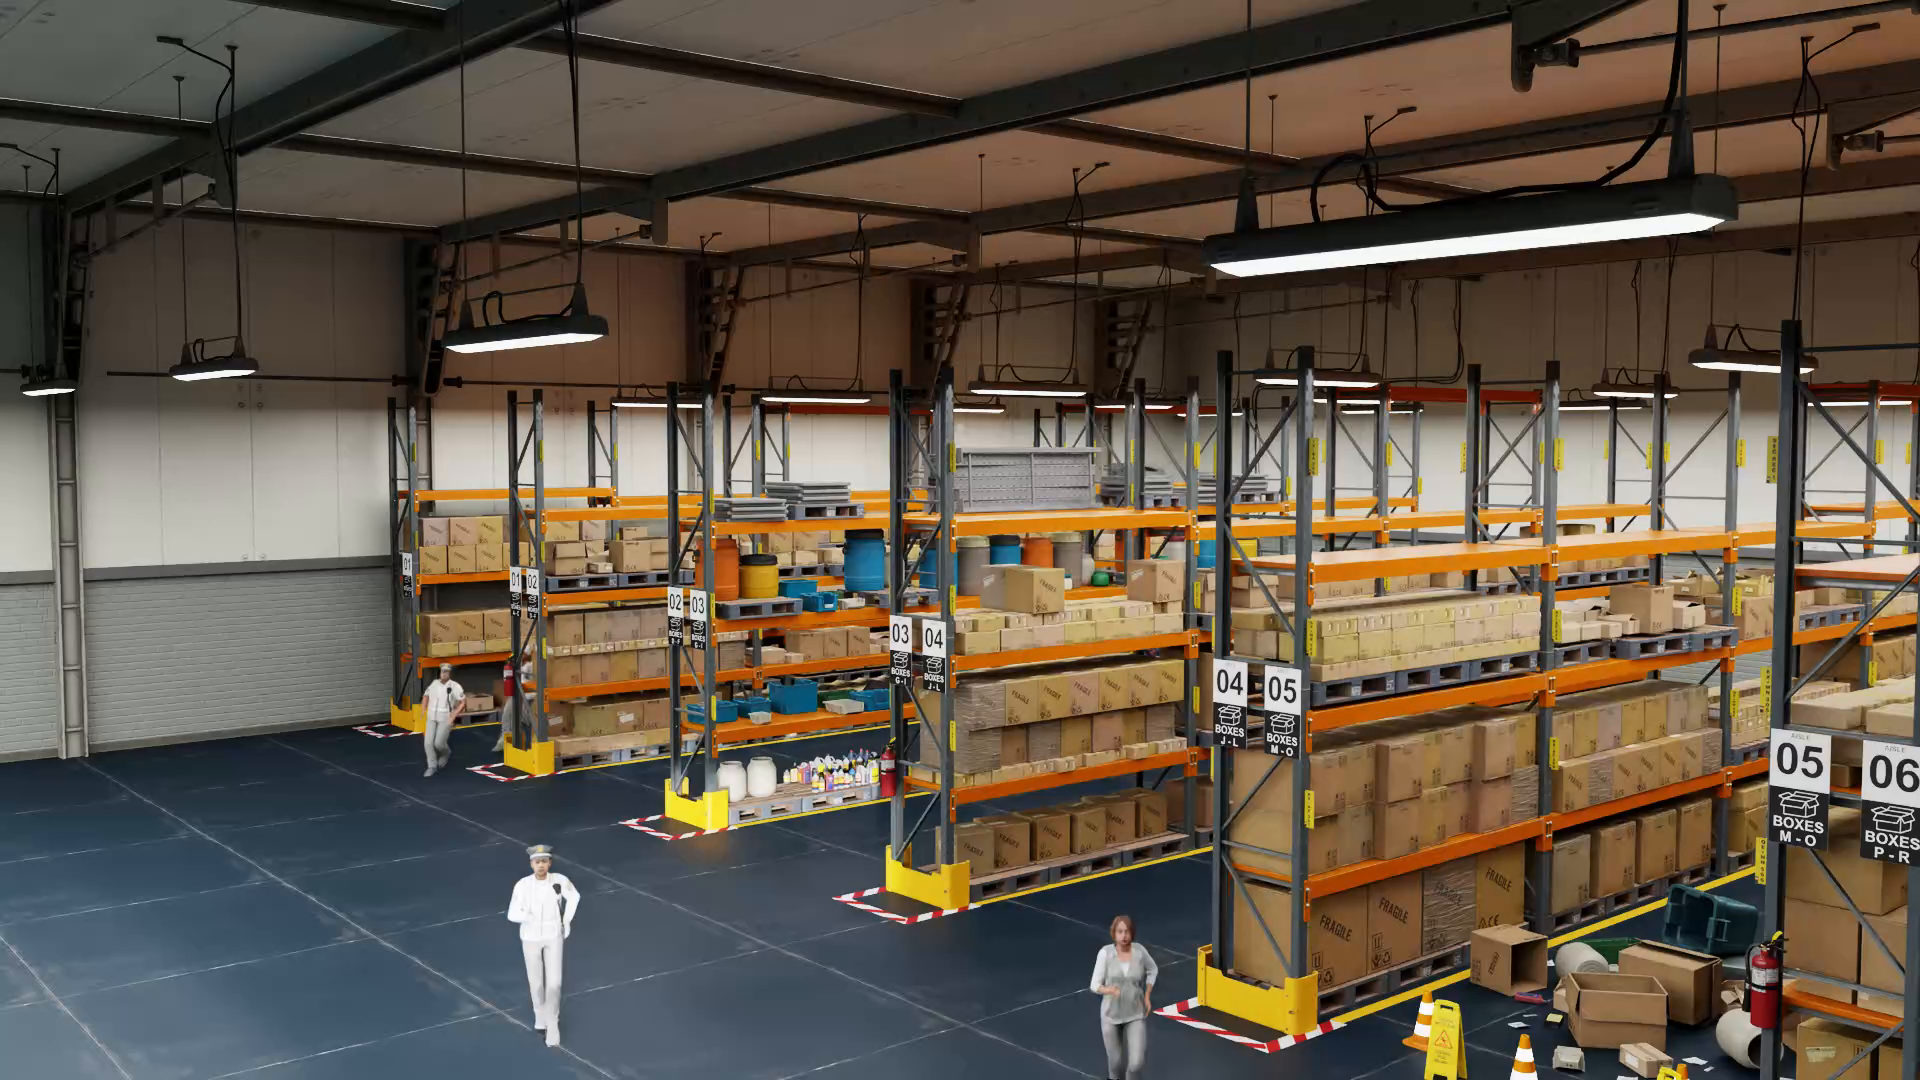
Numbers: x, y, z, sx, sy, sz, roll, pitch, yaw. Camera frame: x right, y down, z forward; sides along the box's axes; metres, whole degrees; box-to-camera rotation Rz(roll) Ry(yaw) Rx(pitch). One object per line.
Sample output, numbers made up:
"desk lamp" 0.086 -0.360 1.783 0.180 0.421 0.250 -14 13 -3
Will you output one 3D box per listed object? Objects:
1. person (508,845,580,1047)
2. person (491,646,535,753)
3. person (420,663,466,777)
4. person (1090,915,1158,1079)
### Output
"person" -3.593 3.481 14.360 0.592 1.734 0.684 -1 3 -11
"person" -7.335 2.645 27.919 0.727 1.779 0.971 2 4 36
"person" -8.112 2.794 26.003 0.710 1.746 0.572 0 3 7
"person" 1.237 3.633 12.517 0.514 1.620 0.660 0 3 4
